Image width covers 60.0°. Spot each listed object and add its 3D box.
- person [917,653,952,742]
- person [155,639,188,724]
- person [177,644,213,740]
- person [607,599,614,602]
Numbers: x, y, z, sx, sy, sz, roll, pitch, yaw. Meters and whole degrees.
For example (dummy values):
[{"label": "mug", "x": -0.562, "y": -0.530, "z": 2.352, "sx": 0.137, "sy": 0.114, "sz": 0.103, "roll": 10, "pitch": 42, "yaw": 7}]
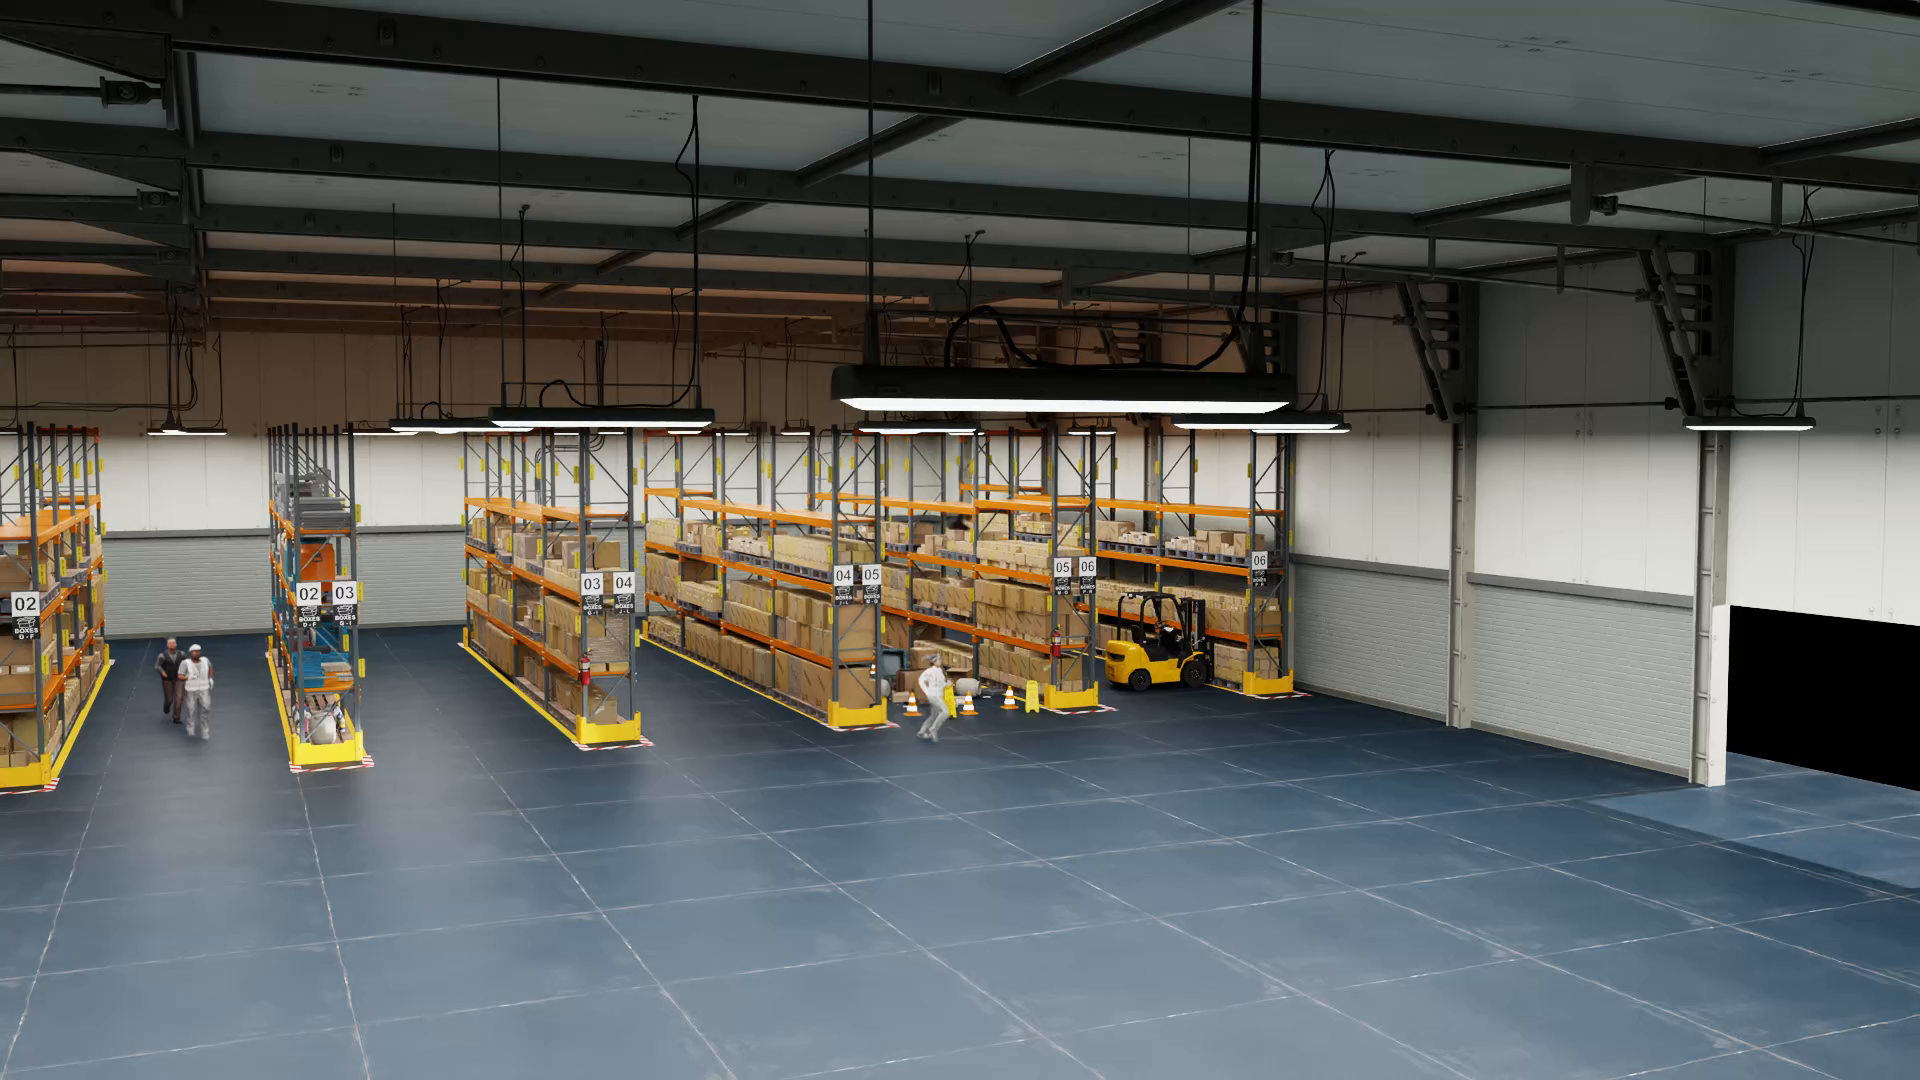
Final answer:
[{"label": "person", "x": -0.480, "y": 2.963, "z": 31.426, "sx": 0.691, "sy": 1.670, "sz": 0.601, "roll": 1, "pitch": 4, "yaw": 19}, {"label": "person", "x": -15.848, "y": 2.836, "z": 33.526, "sx": 0.677, "sy": 1.691, "sz": 0.896, "roll": -2, "pitch": 4, "yaw": -34}, {"label": "person", "x": -14.518, "y": 2.902, "z": 31.618, "sx": 0.686, "sy": 1.852, "sz": 0.780, "roll": -3, "pitch": 4, "yaw": -36}, {"label": "person", "x": -9.660, "y": 2.053, "z": 45.933, "sx": 0.709, "sy": 1.794, "sz": 0.703, "roll": -1, "pitch": 4, "yaw": -12}]
